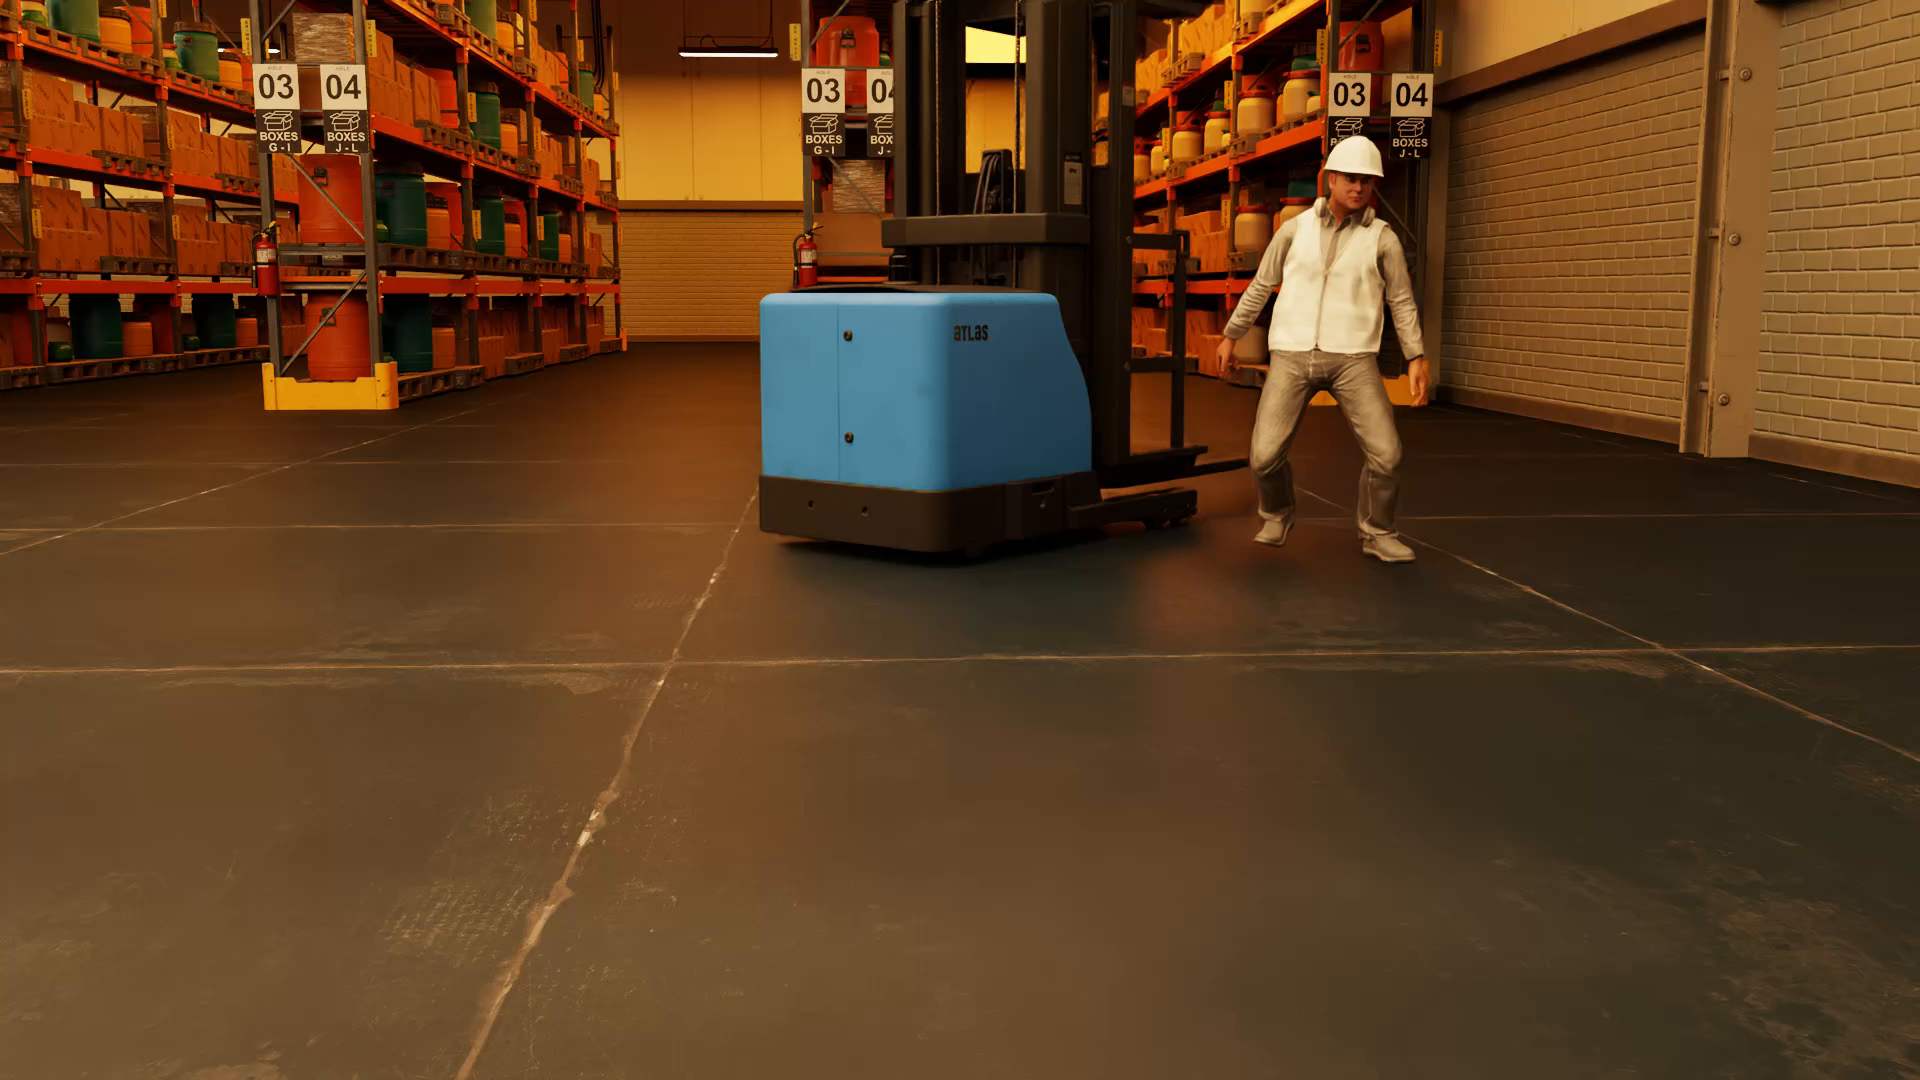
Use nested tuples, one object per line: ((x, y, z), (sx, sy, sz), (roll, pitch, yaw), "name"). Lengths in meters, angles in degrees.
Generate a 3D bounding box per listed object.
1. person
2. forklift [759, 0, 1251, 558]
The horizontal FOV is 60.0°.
((1.462, -0.768, 6.761), (0.870, 1.692, 0.482), (3, 9, 21), "person")
((0.466, -1.544, 7.730), (1.130, 2.935, 3.031), (7, 11, 39), "forklift")
